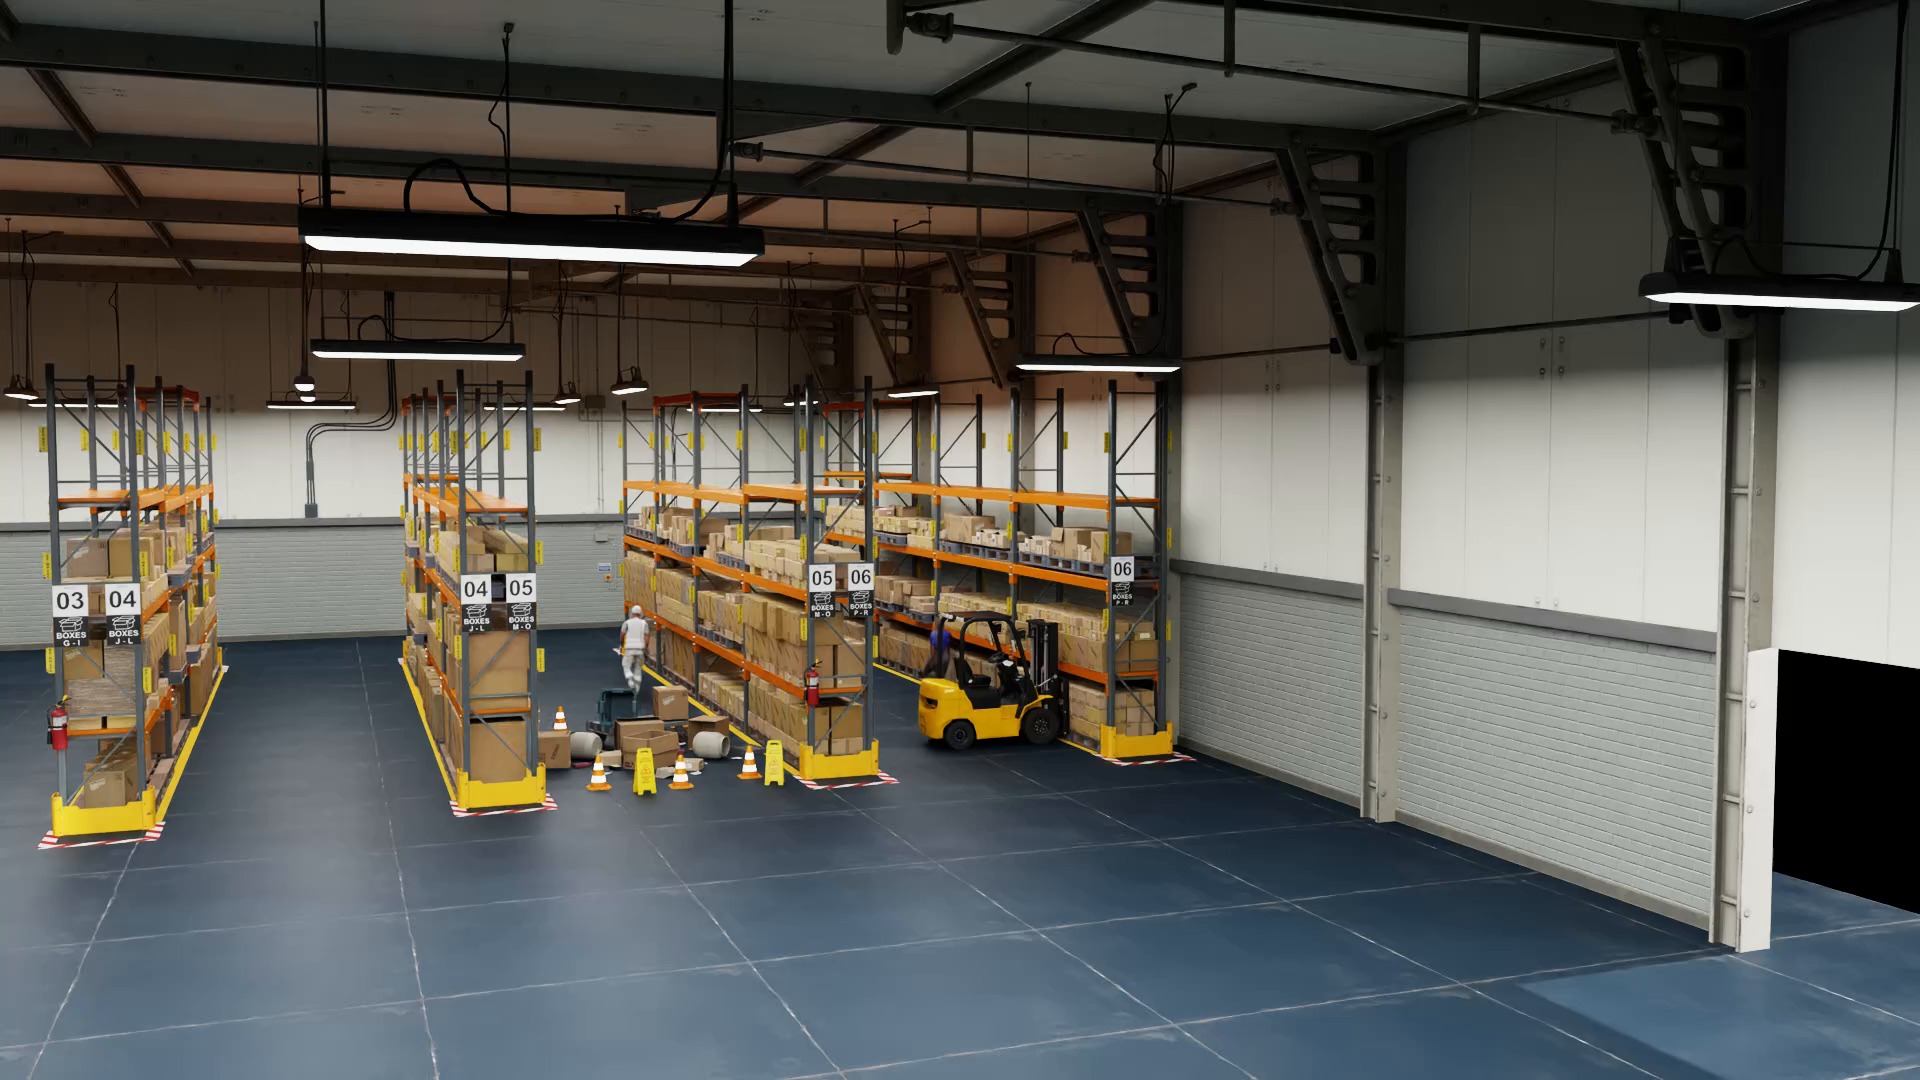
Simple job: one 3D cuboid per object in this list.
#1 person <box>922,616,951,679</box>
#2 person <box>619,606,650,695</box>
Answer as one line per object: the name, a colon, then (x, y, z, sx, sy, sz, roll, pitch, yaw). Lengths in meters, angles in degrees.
person: (-0.372, 2.204, 30.700, 0.482, 1.569, 0.656, -2, 4, -33)
person: (-6.441, 2.196, 33.026, 0.587, 1.757, 0.711, -1, 4, -20)
